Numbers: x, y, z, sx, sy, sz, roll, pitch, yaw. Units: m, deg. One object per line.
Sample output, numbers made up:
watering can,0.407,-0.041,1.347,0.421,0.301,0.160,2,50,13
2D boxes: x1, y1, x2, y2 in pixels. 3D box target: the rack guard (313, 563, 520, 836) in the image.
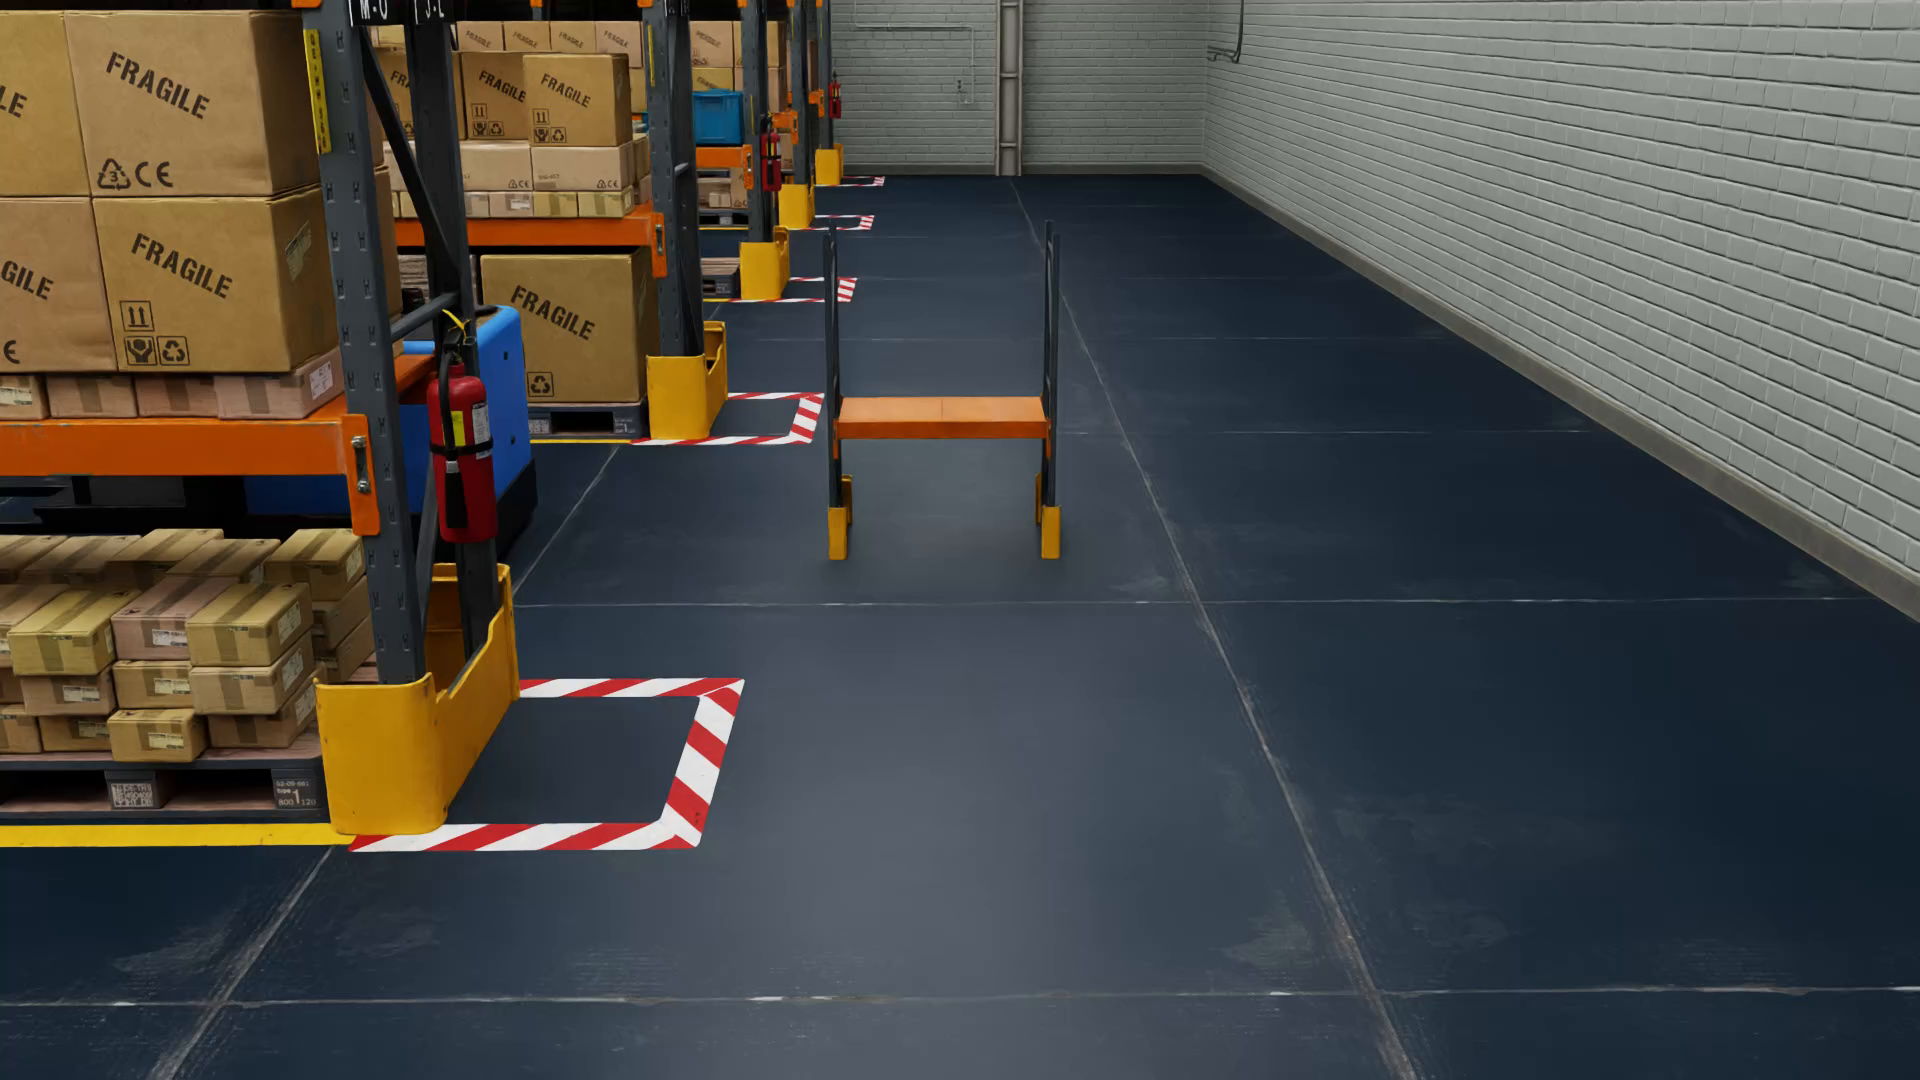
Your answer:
rack guard,-1.813,0.503,5.661,0.348,0.500,1.175,0,18,-1

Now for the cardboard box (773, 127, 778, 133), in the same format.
cardboard box,-2.773,-5.970,24.090,0.250,0.149,0.380,0,18,-2

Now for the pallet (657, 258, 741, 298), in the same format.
pallet,-2.618,-2.396,15.171,1.213,0.211,1.003,0,18,-1

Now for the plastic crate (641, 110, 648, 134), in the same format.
plastic crate,-2.703,-3.761,15.037,0.300,0.233,0.416,0,18,-1

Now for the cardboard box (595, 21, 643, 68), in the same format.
cardboard box,-3.845,-5.657,18.972,0.500,0.500,0.500,0,18,1

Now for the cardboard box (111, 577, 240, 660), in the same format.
cardboard box,-2.515,0.250,5.363,0.250,0.149,0.380,0,18,0

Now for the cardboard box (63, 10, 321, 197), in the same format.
cardboard box,-2.191,-1.275,4.824,0.500,0.500,0.500,-1,18,-2

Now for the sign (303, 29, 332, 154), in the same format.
sign,-1.749,-1.220,4.527,0.005,0.325,0.100,0,18,-1

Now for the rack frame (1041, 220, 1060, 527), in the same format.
rack frame,0.423,-0.716,7.825,0.032,1.500,0.500,0,18,-1

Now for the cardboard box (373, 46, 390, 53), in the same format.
cardboard box,-7.031,-5.500,19.432,0.500,0.500,0.700,3,18,8

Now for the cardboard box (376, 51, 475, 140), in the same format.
cardboard box,-3.217,-2.704,10.096,0.500,0.500,0.500,-1,18,-2

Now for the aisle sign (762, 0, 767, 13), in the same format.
aisle sign,-1.726,-5.045,14.607,0.004,0.787,0.394,0,18,-1

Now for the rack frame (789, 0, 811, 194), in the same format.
rack frame,-1.867,-5.229,19.436,0.127,3.000,1.000,0,18,-1

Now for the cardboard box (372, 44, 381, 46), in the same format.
cardboard box,-8.438,-6.828,23.738,0.500,0.500,0.500,0,18,-1

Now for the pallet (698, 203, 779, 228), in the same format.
pallet,-2.740,-3.896,19.848,1.213,0.211,1.003,0,18,-1

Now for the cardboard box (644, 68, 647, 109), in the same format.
cardboard box,-3.328,-5.187,19.142,0.500,0.500,0.500,0,18,0

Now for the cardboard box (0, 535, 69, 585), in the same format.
cardboard box,-3.318,0.110,5.799,0.250,0.149,0.380,0,18,1

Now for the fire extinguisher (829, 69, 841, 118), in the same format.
fire extinguisher,-1.791,-6.387,23.784,0.183,0.674,0.296,0,18,-1

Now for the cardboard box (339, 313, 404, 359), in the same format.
cardboard box,-2.066,-0.667,5.626,0.250,0.149,0.380,0,18,-1

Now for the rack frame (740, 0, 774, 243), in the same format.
rack frame,-1.793,-3.716,14.720,0.127,3.000,1.000,0,18,-1

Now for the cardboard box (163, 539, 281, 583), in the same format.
cardboard box,-2.540,0.123,5.758,0.250,0.149,0.380,0,18,0

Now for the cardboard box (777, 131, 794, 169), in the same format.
cardboard box,-2.648,-5.717,24.365,0.500,0.500,0.700,0,18,-1

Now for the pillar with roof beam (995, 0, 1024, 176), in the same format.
pillar with roof beam,0.805,-8.561,20.002,0.400,9.000,9.100,0,18,-1

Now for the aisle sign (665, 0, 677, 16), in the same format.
aisle sign,-1.638,-3.350,9.323,0.004,0.787,0.394,0,18,-1

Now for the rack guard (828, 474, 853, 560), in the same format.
rack guard,-0.574,-0.116,8.001,0.087,0.250,0.587,0,18,-1

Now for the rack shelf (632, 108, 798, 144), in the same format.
rack shelf,-3.867,-4.876,19.516,4.000,0.370,1.077,0,18,-1

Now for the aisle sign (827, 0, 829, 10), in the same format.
aisle sign,-1.872,-7.888,23.471,0.004,0.787,0.394,0,18,-1

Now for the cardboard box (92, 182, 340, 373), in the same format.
cardboard box,-2.183,-0.796,4.968,0.500,0.500,0.500,0,18,0

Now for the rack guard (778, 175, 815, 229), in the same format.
rack guard,-1.943,-4.038,19.817,0.348,0.500,1.175,0,18,-1

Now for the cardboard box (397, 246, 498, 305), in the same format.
cardboard box,-3.263,-1.359,10.166,0.875,0.875,0.875,0,18,-1

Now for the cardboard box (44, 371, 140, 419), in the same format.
cardboard box,-2.559,-0.485,5.059,0.250,0.149,0.380,0,18,-1

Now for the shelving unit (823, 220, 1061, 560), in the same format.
shelving unit,-0.076,-0.714,7.817,1.083,1.500,0.587,0,18,-1

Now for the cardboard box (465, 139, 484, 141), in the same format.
cardboard box,-2.718,-2.349,10.218,0.500,0.250,0.500,0,18,-2

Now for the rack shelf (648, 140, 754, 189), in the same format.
rack shelf,-3.793,-3.364,14.800,4.000,0.370,1.077,0,18,-1

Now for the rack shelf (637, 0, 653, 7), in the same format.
rack shelf,-3.714,-3.279,9.626,4.000,0.370,1.077,0,18,-1

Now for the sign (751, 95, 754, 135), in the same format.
sign,-1.768,-3.626,14.172,0.005,0.325,0.100,0,18,-1

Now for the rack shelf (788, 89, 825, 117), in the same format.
rack shelf,-3.949,-6.389,24.232,4.000,0.370,1.077,0,18,-1

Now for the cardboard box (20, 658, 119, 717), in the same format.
cardboard box,-2.780,0.421,5.317,0.250,0.149,0.380,-1,18,-3

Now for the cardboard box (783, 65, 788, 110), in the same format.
cardboard box,-2.315,-5.355,19.665,0.500,0.500,0.500,0,18,0

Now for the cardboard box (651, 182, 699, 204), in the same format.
cardboard box,-3.357,-4.056,19.561,0.500,0.250,0.500,0,18,-1

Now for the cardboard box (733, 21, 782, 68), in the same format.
cardboard box,-2.308,-5.666,19.000,0.500,0.500,0.500,0,18,-1

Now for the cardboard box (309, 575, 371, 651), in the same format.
cardboard box,-2.265,0.252,5.843,0.250,0.149,0.380,0,18,1

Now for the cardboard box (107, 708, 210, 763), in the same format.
cardboard box,-2.516,0.568,5.345,0.250,0.149,0.380,0,18,1

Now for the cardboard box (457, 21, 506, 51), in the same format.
cardboard box,-5.391,-5.649,18.947,0.500,0.500,0.500,0,18,1

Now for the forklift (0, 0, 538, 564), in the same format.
forklift,-3.629,-1.366,7.507,3.031,2.935,1.130,0,18,-1

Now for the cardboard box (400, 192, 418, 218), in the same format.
cardboard box,-3.087,-1.976,9.707,0.250,0.149,0.380,-1,18,-2

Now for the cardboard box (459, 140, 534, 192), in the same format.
cardboard box,-2.702,-2.188,9.715,0.500,0.250,0.500,-1,18,-2

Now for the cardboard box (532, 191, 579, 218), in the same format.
cardboard box,-2.325,-1.979,9.719,0.250,0.149,0.380,0,18,0
